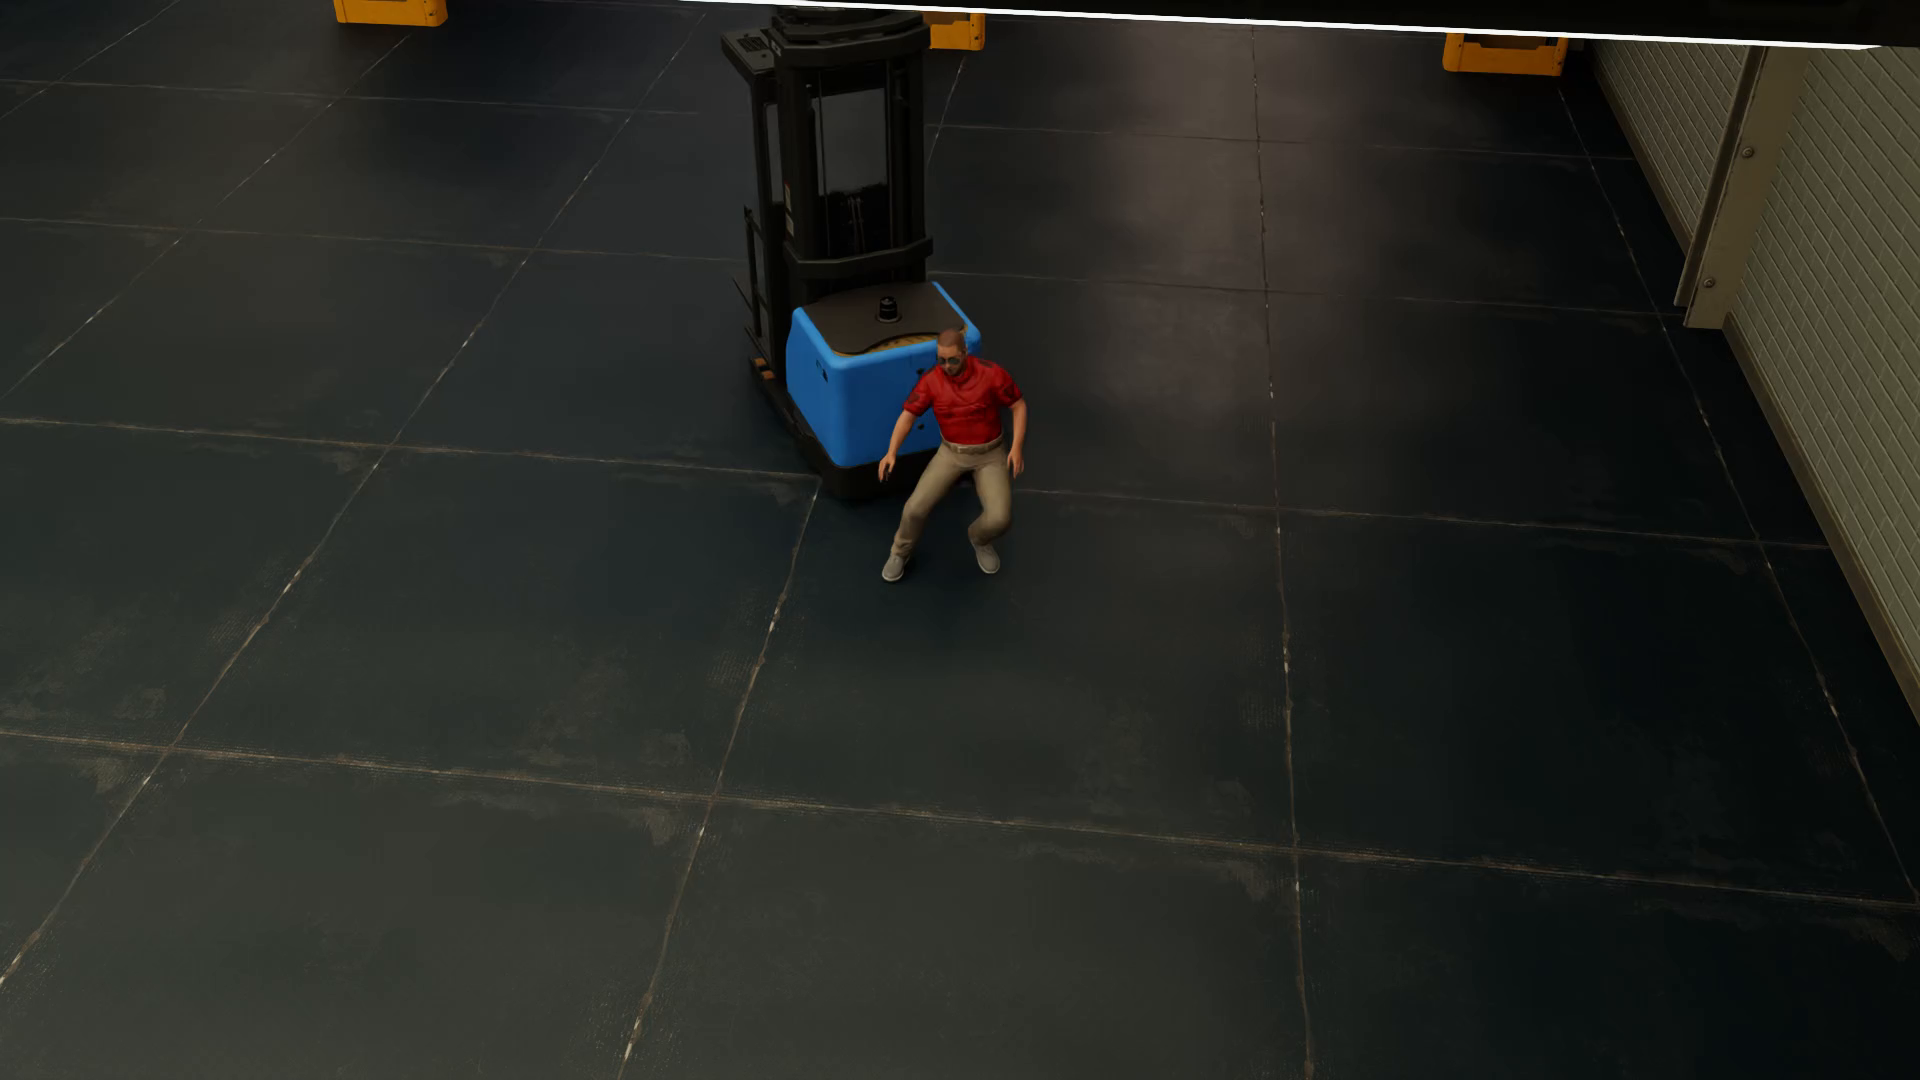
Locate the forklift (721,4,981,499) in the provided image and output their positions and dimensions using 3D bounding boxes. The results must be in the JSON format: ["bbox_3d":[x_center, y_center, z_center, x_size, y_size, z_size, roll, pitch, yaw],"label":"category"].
[{"bbox_3d":[-0.881,-2.317,11.173,1.130,2.935,3.031,-14,39,-18],"label":"forklift"}]

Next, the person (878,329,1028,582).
[{"bbox_3d":[-0.027,-0.456,9.785,0.856,1.572,0.667,7,37,10],"label":"person"}]
